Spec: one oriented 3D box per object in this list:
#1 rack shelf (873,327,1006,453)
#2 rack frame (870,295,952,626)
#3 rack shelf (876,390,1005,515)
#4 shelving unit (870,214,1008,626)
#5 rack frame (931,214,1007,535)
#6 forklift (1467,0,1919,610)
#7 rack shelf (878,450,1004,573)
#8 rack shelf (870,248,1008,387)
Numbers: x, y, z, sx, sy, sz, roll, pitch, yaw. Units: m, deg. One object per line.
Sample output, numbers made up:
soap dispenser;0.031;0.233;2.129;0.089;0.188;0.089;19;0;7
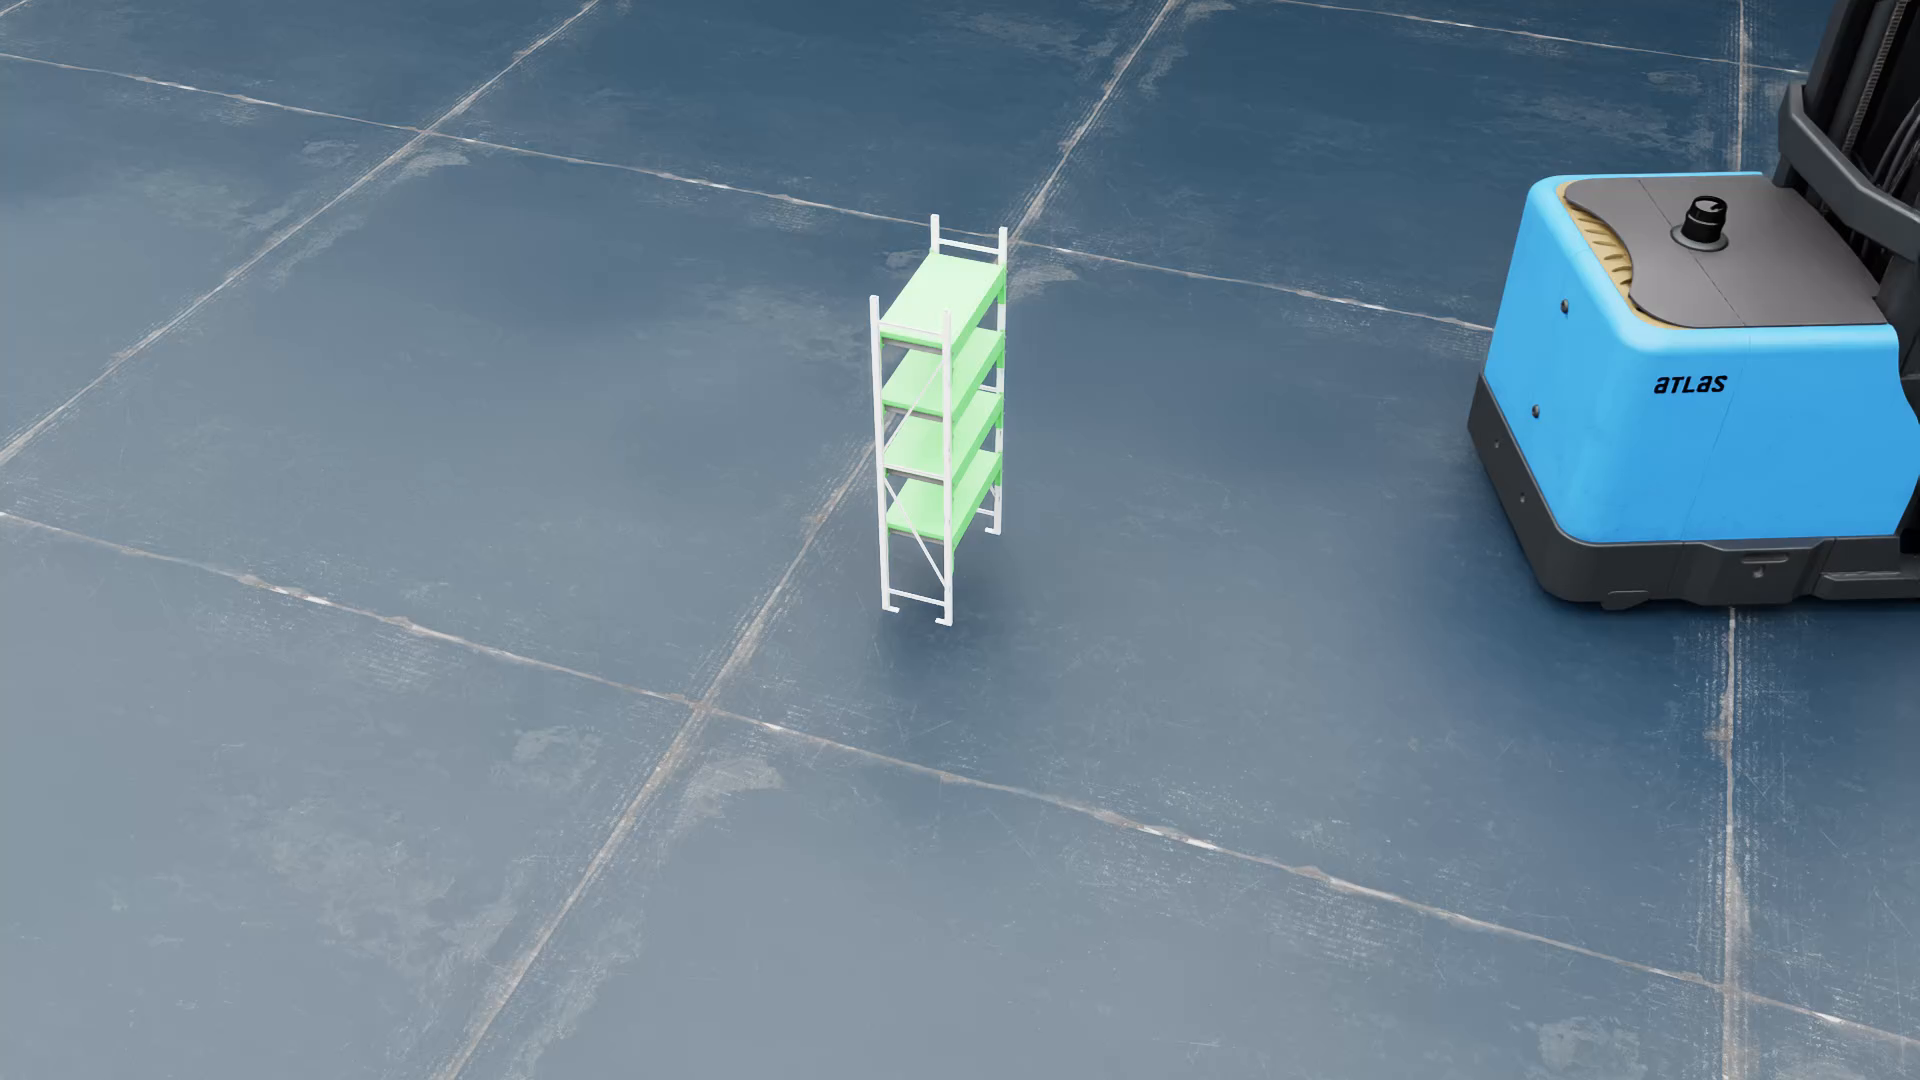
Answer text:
rack shelf;-0.057;-0.489;5.128;0.258;0.148;0.480;13;42;15
rack frame;-0.140;-0.207;5.068;0.240;1.200;0.015;13;42;15
rack shelf;-0.057;-0.307;5.284;0.258;0.148;0.480;13;42;15
shelving unit;-0.057;-0.355;5.242;0.258;1.200;0.503;13;42;15
rack frame;0.027;-0.504;5.417;0.240;1.200;0.015;13;42;15
forklift;3.400;-1.239;4.944;3.031;2.935;1.130;-2;40;-2
rack shelf;-0.057;-0.124;5.439;0.258;0.148;0.480;13;42;15
rack shelf;-0.057;-0.672;4.972;0.258;0.148;0.480;13;42;15
